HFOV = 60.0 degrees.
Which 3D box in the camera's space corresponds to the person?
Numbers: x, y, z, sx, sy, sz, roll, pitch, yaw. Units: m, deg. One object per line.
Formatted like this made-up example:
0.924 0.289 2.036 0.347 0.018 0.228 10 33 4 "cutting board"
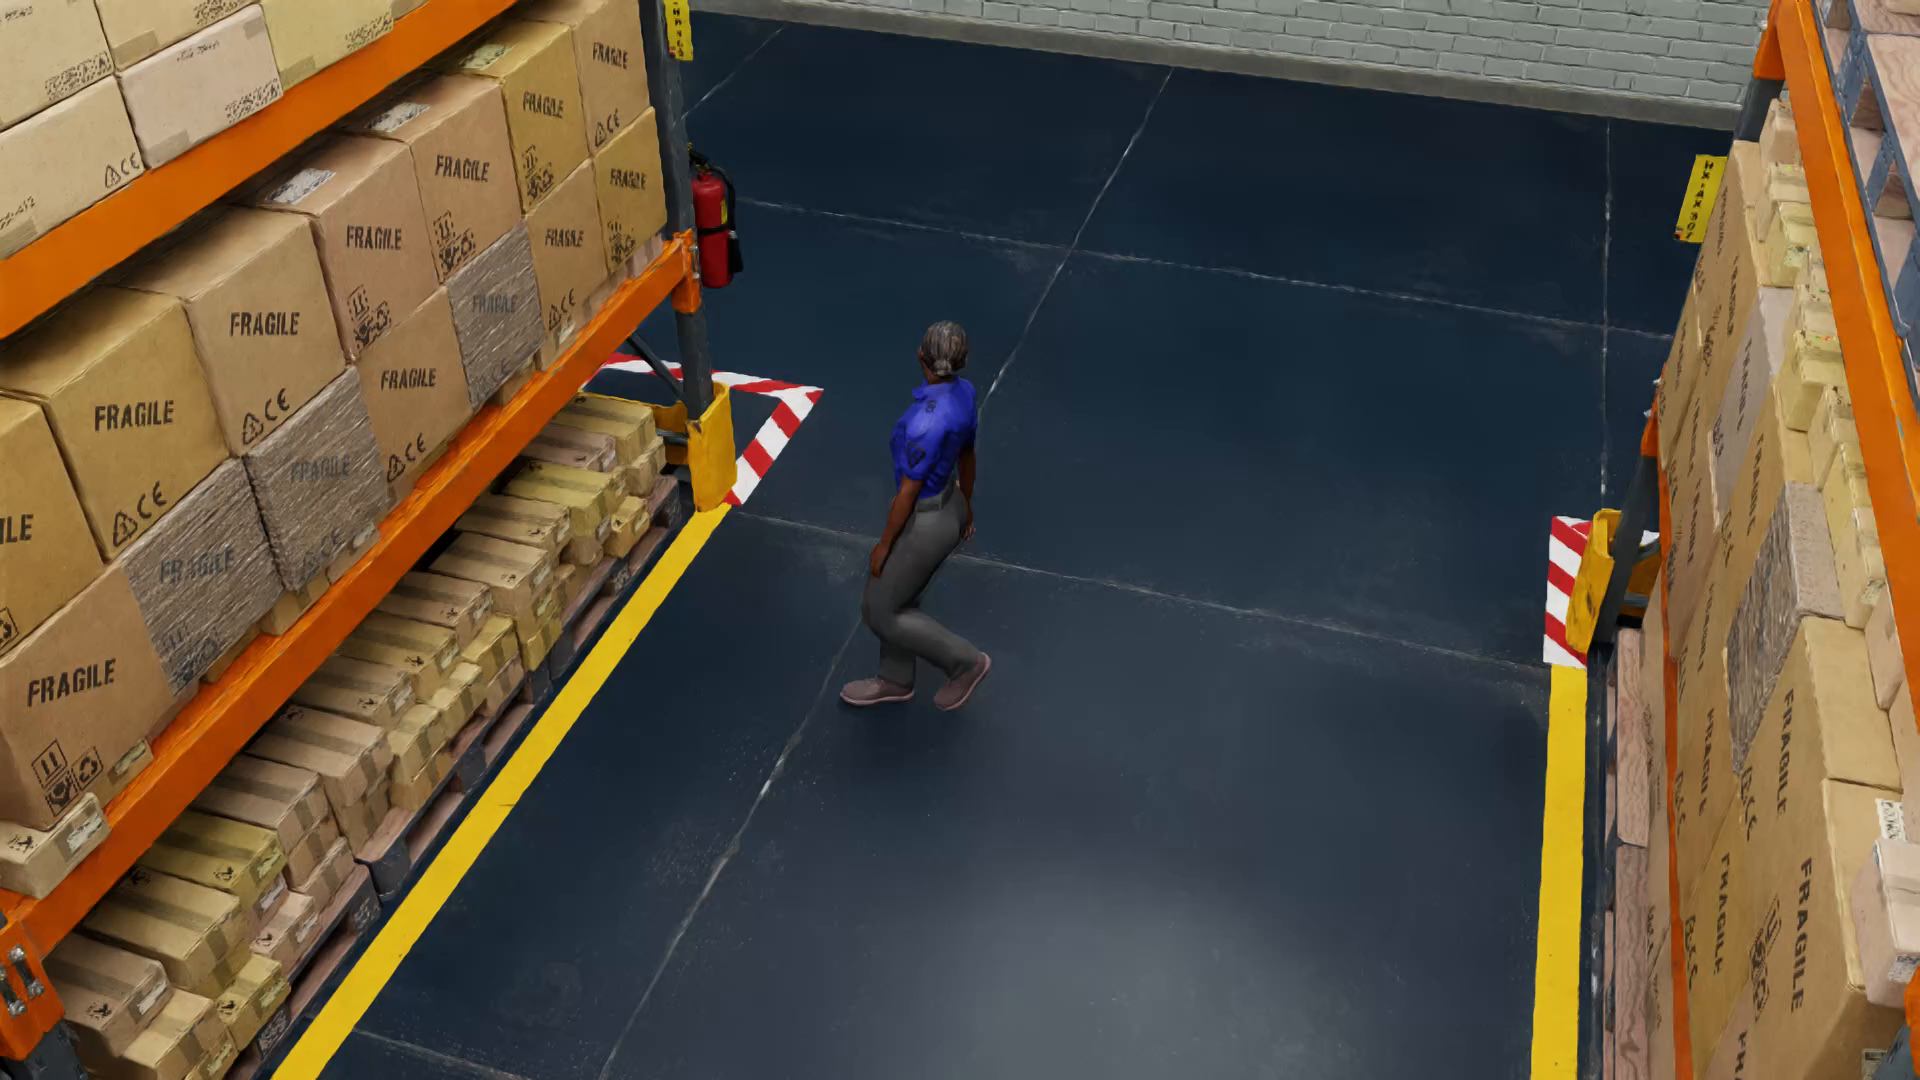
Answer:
-0.144 -0.069 6.282 0.606 1.601 0.523 7 38 10 "person"
